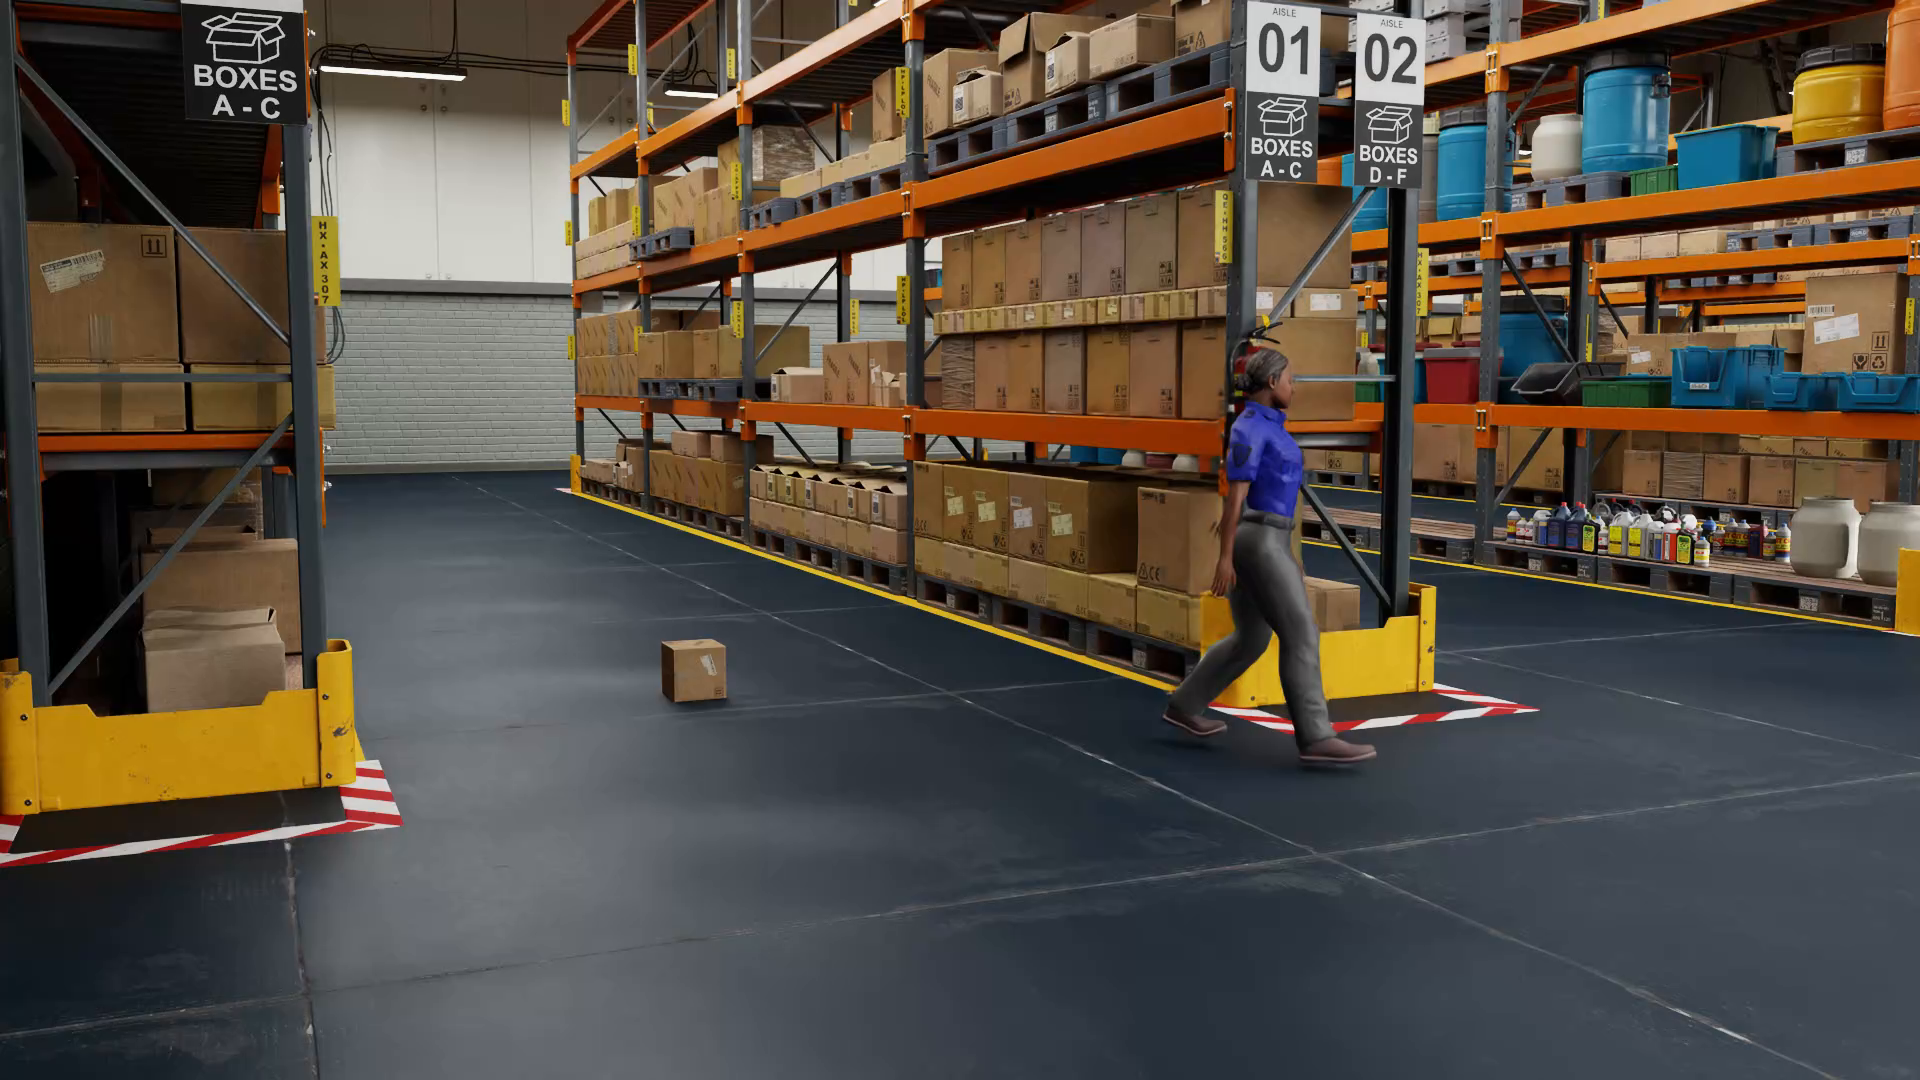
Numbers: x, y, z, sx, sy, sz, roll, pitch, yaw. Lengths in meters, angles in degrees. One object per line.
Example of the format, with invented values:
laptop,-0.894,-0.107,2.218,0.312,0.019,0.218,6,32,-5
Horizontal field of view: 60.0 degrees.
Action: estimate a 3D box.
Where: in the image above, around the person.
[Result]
person,1.233,0.039,6.613,0.894,1.599,0.528,2,6,20
